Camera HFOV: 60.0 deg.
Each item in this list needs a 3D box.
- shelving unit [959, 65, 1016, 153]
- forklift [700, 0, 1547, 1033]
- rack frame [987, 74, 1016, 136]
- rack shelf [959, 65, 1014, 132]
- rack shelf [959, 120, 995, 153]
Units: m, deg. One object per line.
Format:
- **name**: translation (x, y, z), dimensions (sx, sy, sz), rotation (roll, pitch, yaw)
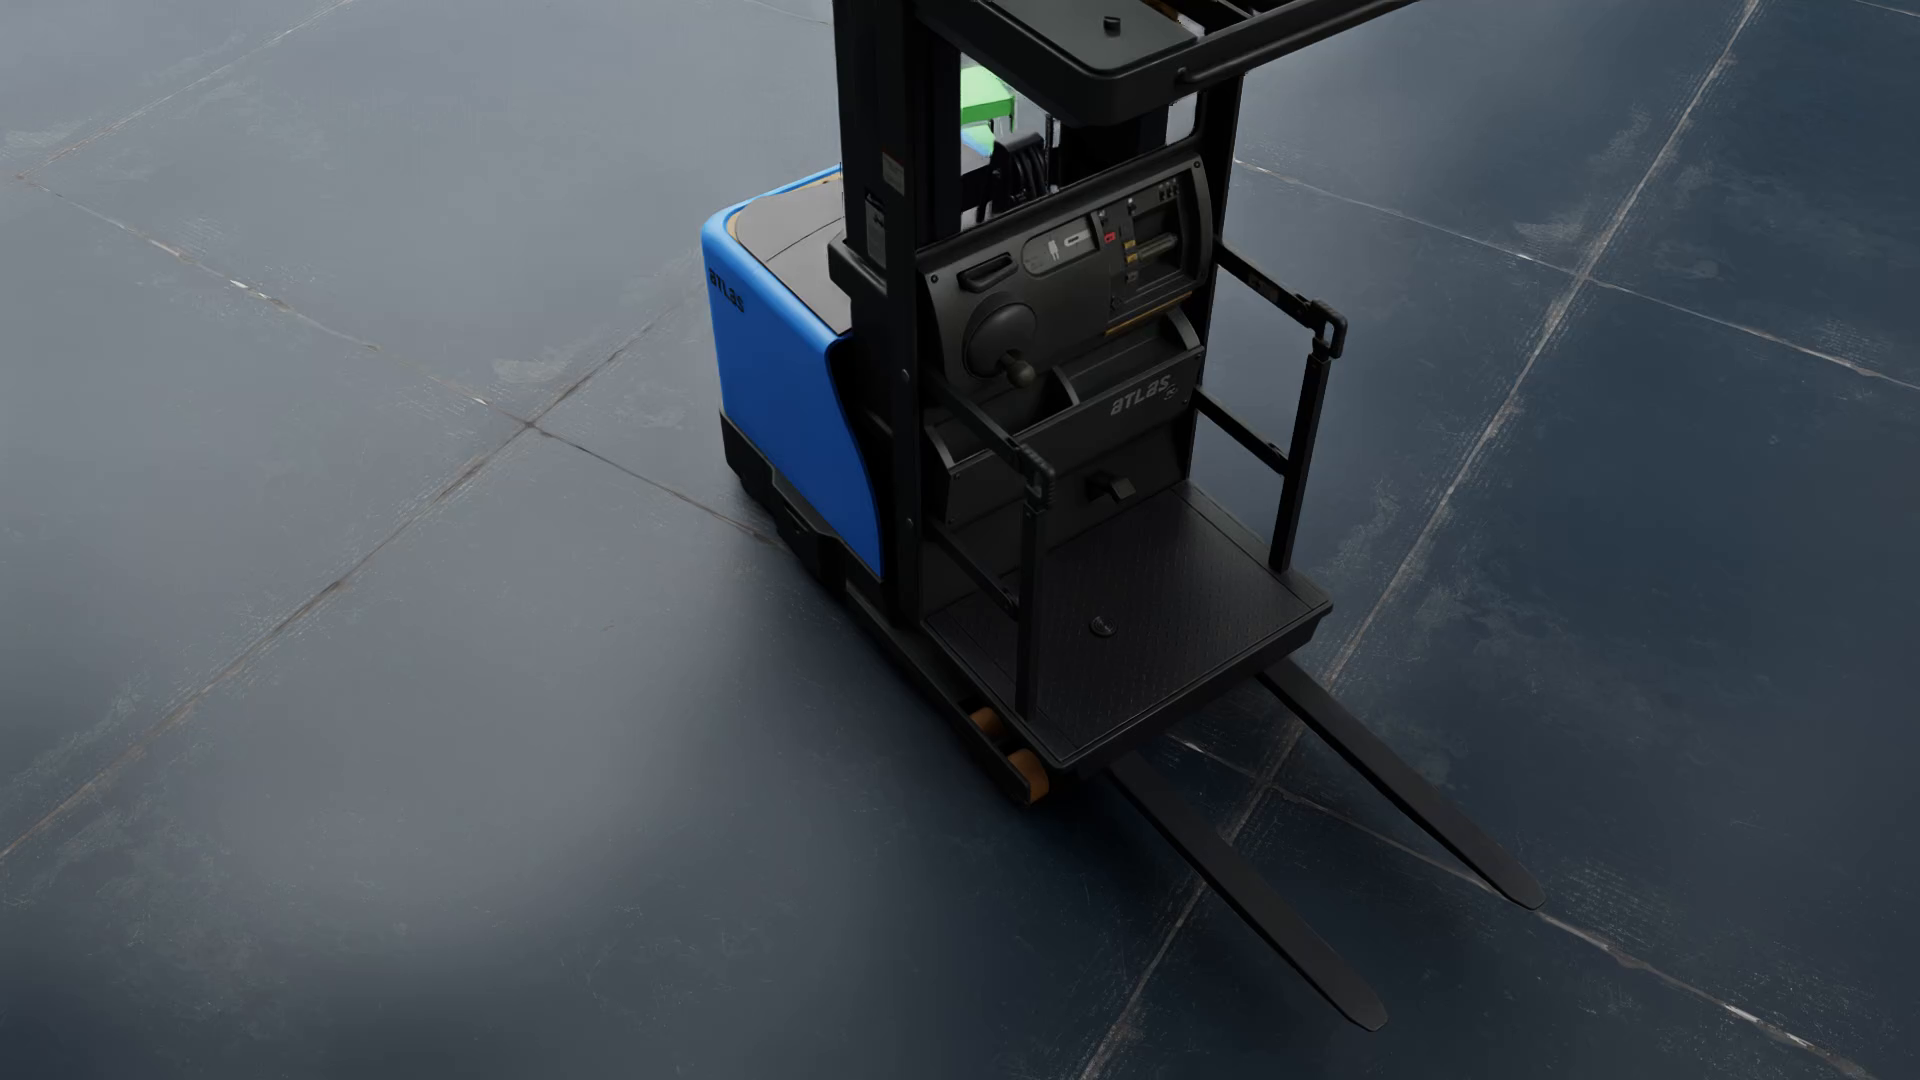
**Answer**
- **shelving unit**: translation (-0.082, -1.211, 6.088), dimensions (0.503, 1.200, 0.258), rotation (-15, 47, -14)
- **forklift**: translation (0.432, -0.634, 4.323), dimensions (1.130, 2.935, 3.031), rotation (-27, 52, -24)
- **rack frame**: translation (0.148, -1.271, 6.147), dimensions (0.015, 1.200, 0.240), rotation (-15, 47, -14)
- **rack shelf**: translation (-0.083, -1.503, 5.792), dimensions (0.480, 0.148, 0.258), rotation (-15, 47, -14)
- **rack shelf**: translation (-0.082, -1.334, 5.963), dimensions (0.480, 0.148, 0.258), rotation (-15, 47, -14)
